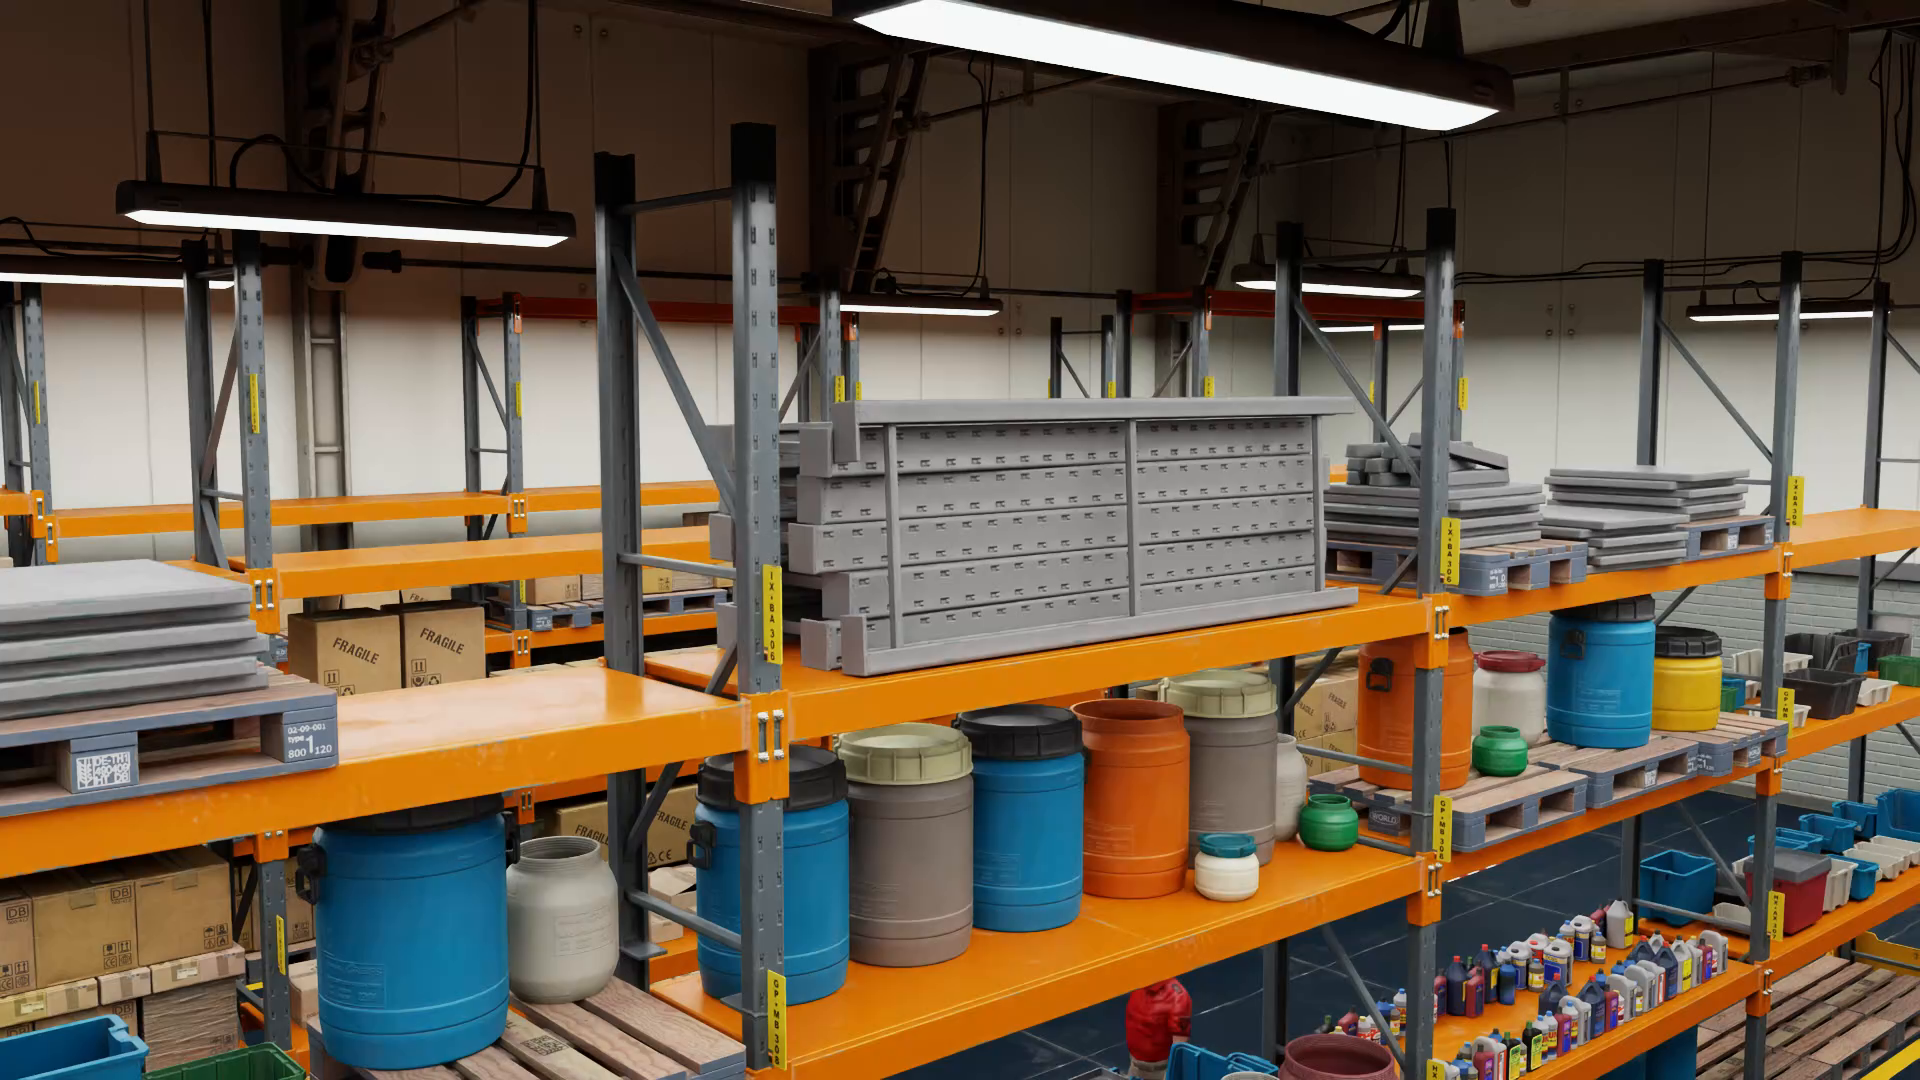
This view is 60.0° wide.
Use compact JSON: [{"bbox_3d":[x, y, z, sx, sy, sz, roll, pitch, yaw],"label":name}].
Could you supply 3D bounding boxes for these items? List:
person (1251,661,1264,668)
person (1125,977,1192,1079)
[{"bbox_3d":[3.953,2.260,21.936,0.531,1.662,0.986,-1,6,-14],"label":"person"},{"bbox_3d":[1.183,3.339,10.300,0.702,1.740,0.586,-3,6,-31],"label":"person"}]
